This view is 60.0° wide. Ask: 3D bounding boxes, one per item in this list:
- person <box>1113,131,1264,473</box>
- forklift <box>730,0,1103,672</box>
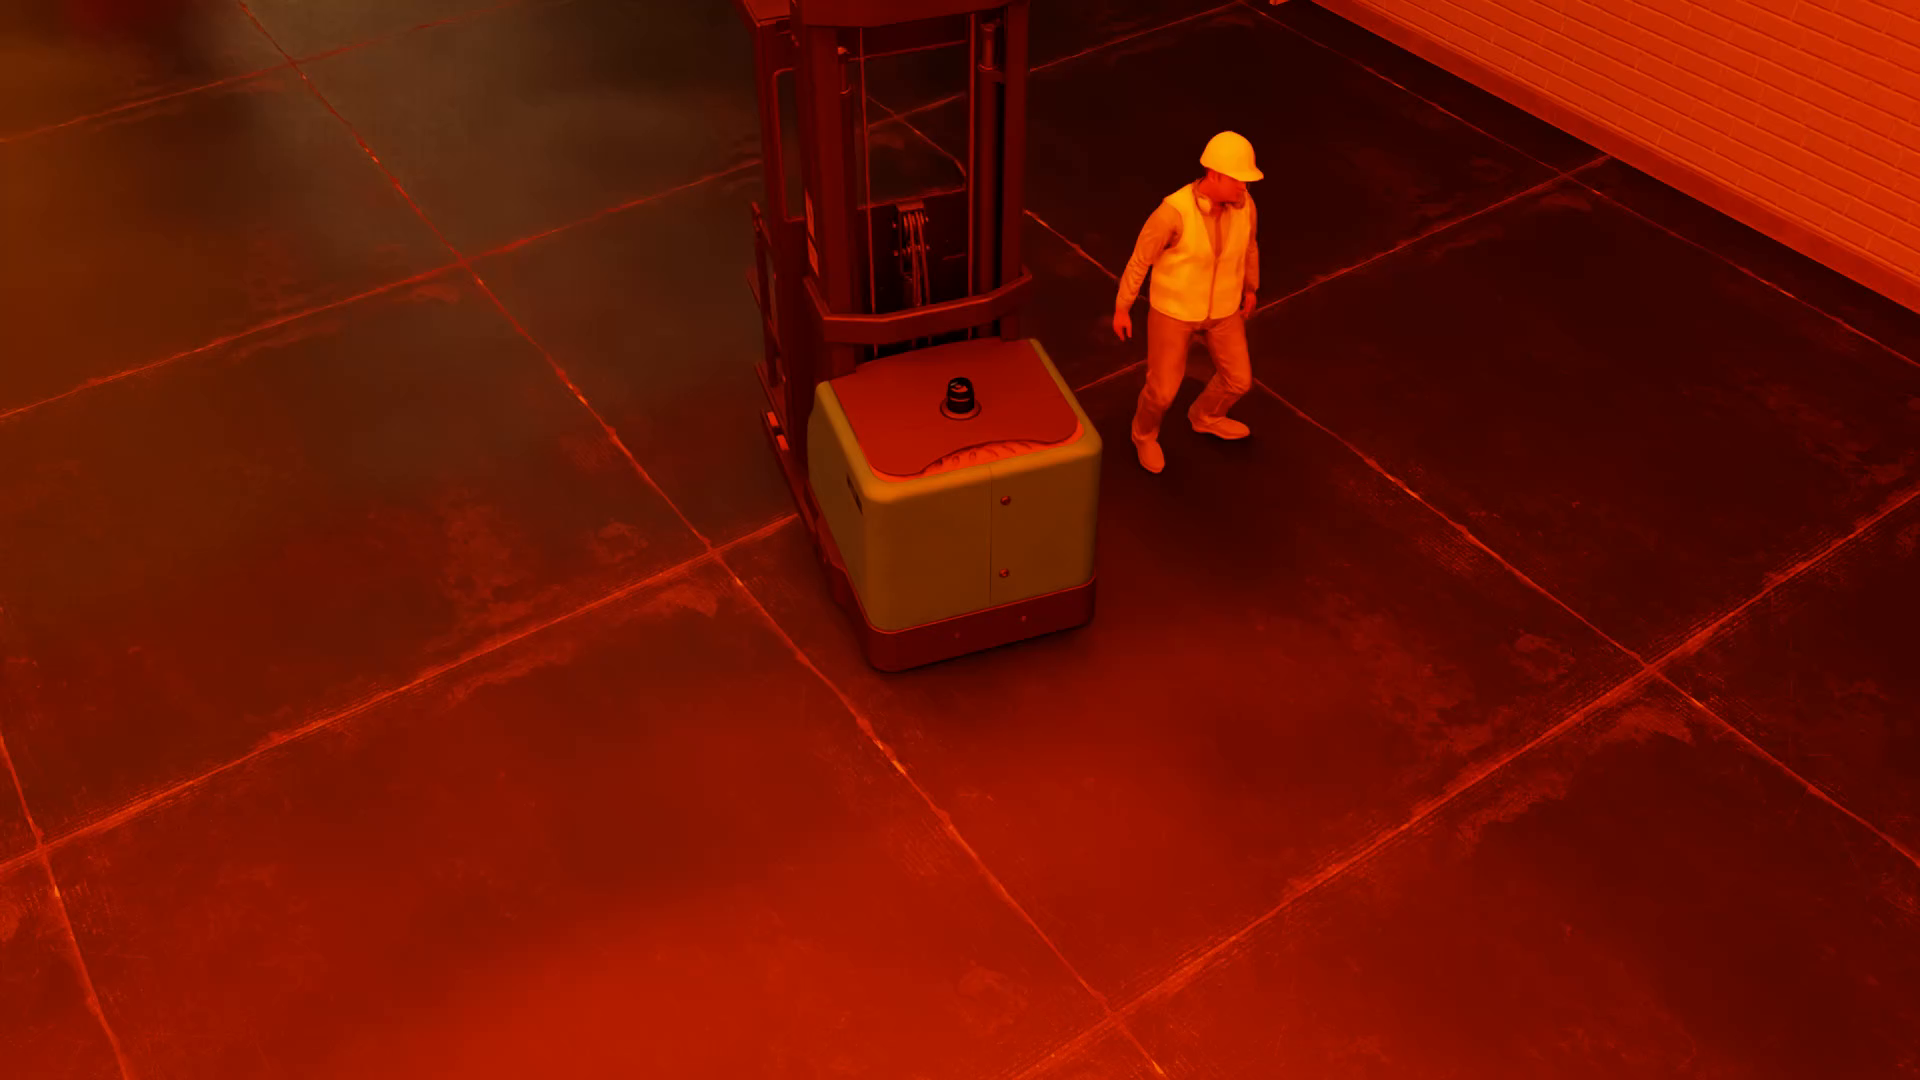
[{"bbox_3d":[1.082,-1.101,7.759,0.764,1.732,0.393,-11,44,-12],"label":"person"},{"bbox_3d":[-0.364,-1.523,7.368,1.130,2.935,3.031,-13,44,-14],"label":"forklift"}]
